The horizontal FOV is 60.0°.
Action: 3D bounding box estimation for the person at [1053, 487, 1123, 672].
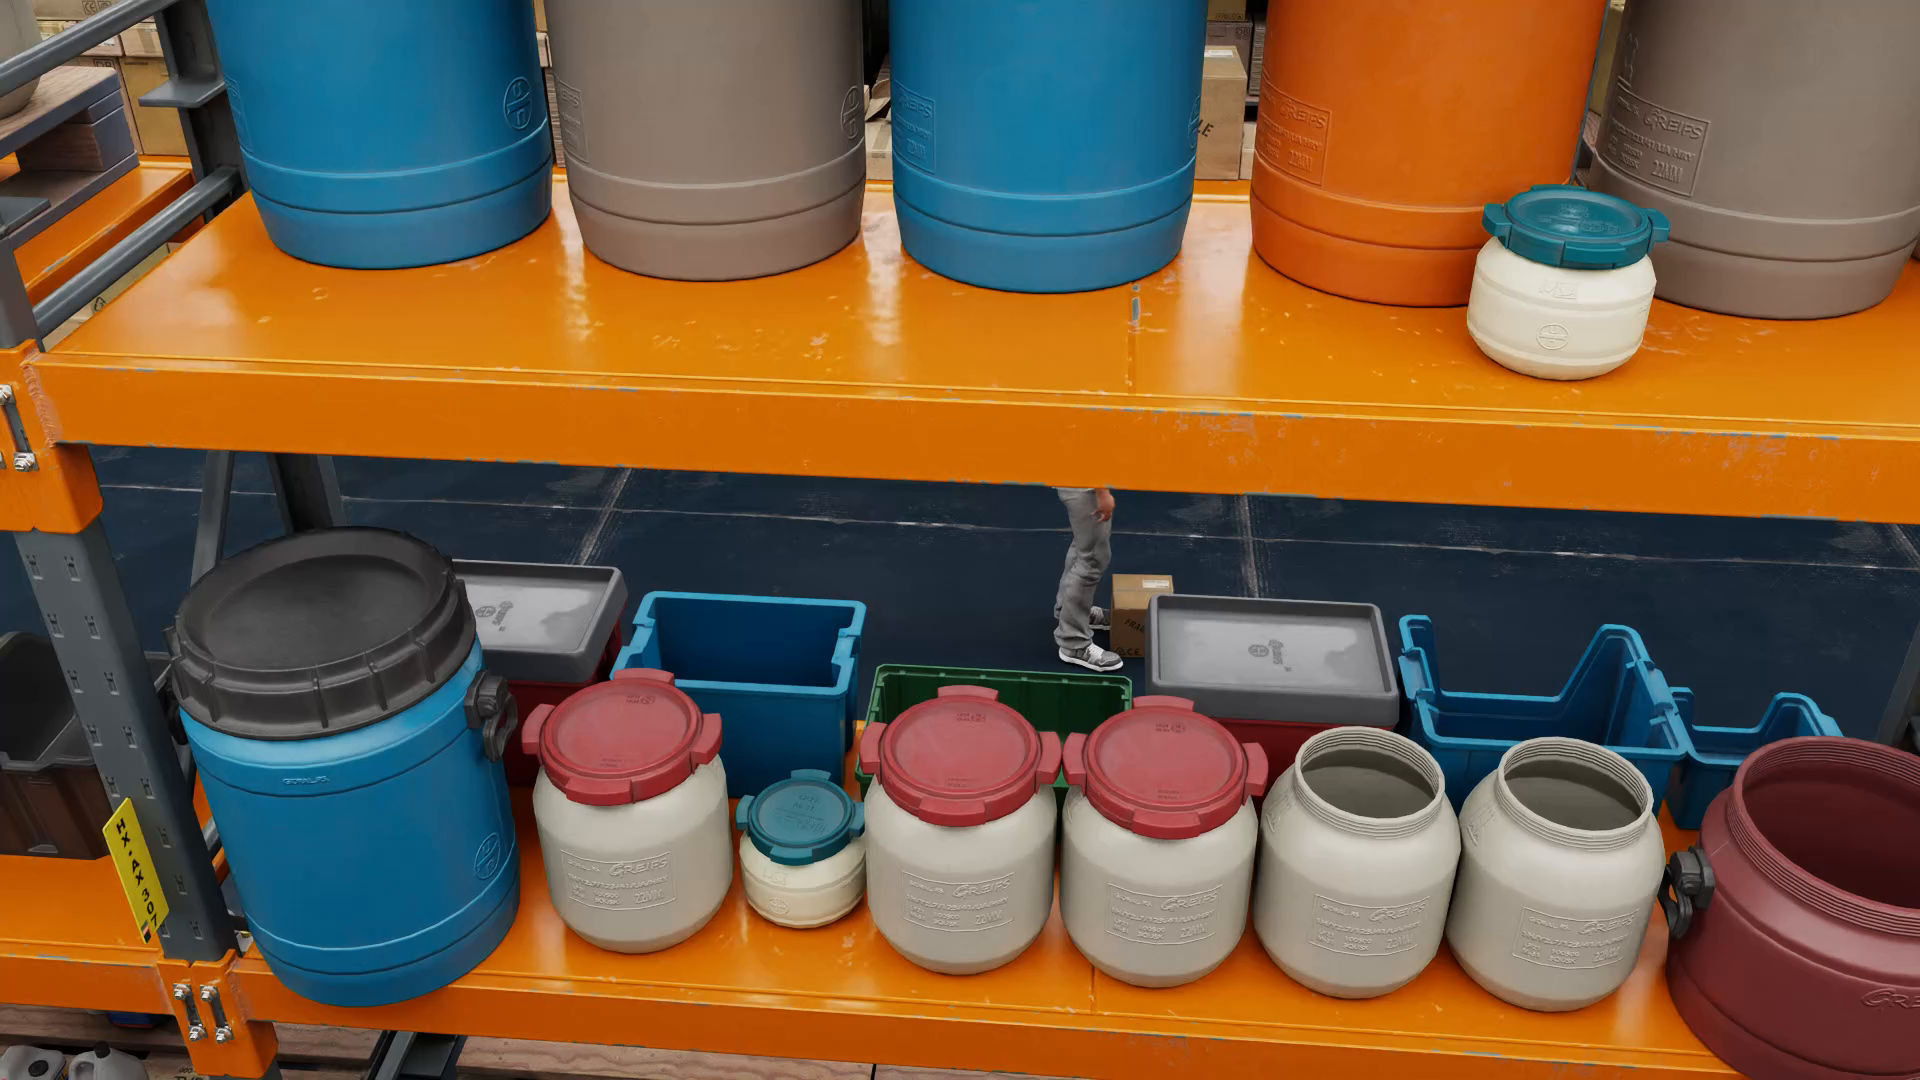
[{"bbox_3d":[0.519,-0.259,6.554,0.343,1.593,0.480,1,32,2],"label":"person"}]
